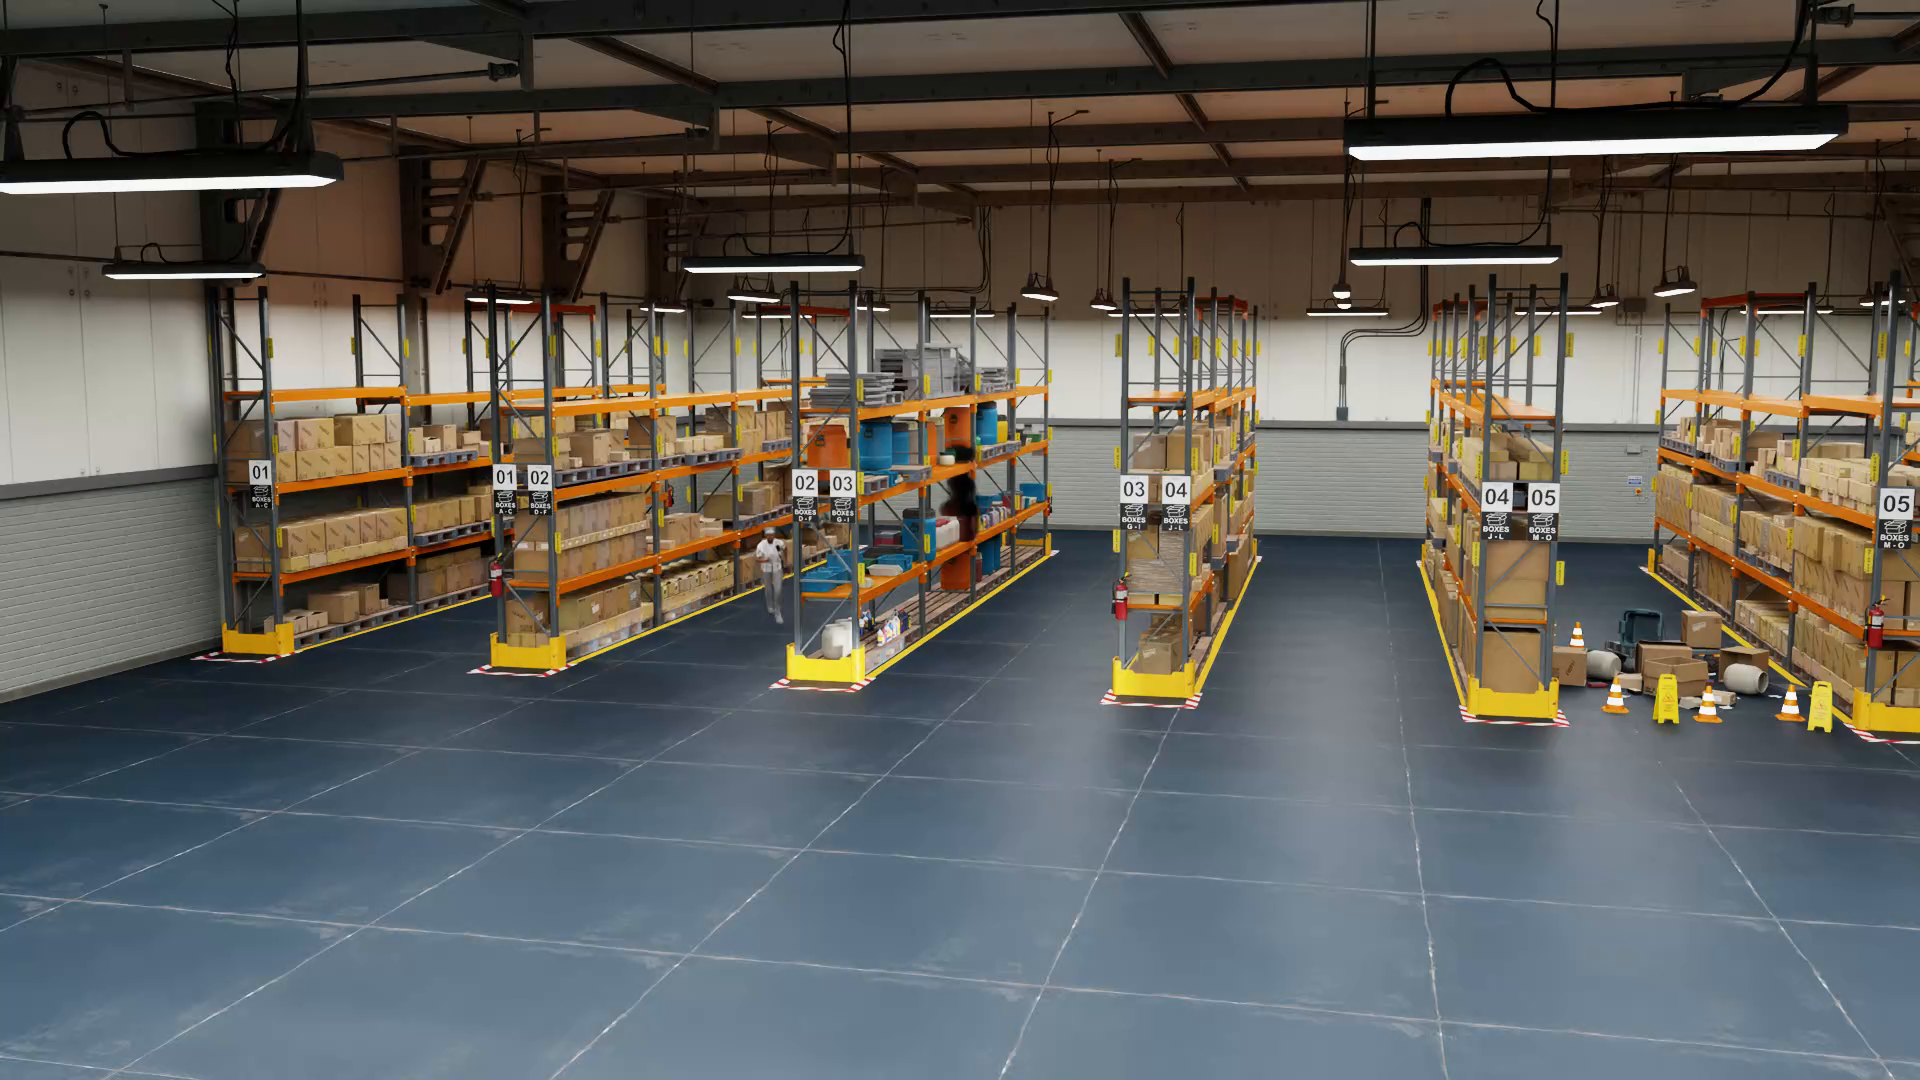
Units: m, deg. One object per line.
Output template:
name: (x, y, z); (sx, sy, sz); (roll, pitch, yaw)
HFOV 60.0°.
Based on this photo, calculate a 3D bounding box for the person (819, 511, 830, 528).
person: (-3.460, -0.840, 43.100); (0.946, 1.747, 0.692); (3, 7, 21)

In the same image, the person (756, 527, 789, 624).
person: (-3.280, 0.591, 29.140); (0.573, 1.715, 0.921); (0, 7, -4)
